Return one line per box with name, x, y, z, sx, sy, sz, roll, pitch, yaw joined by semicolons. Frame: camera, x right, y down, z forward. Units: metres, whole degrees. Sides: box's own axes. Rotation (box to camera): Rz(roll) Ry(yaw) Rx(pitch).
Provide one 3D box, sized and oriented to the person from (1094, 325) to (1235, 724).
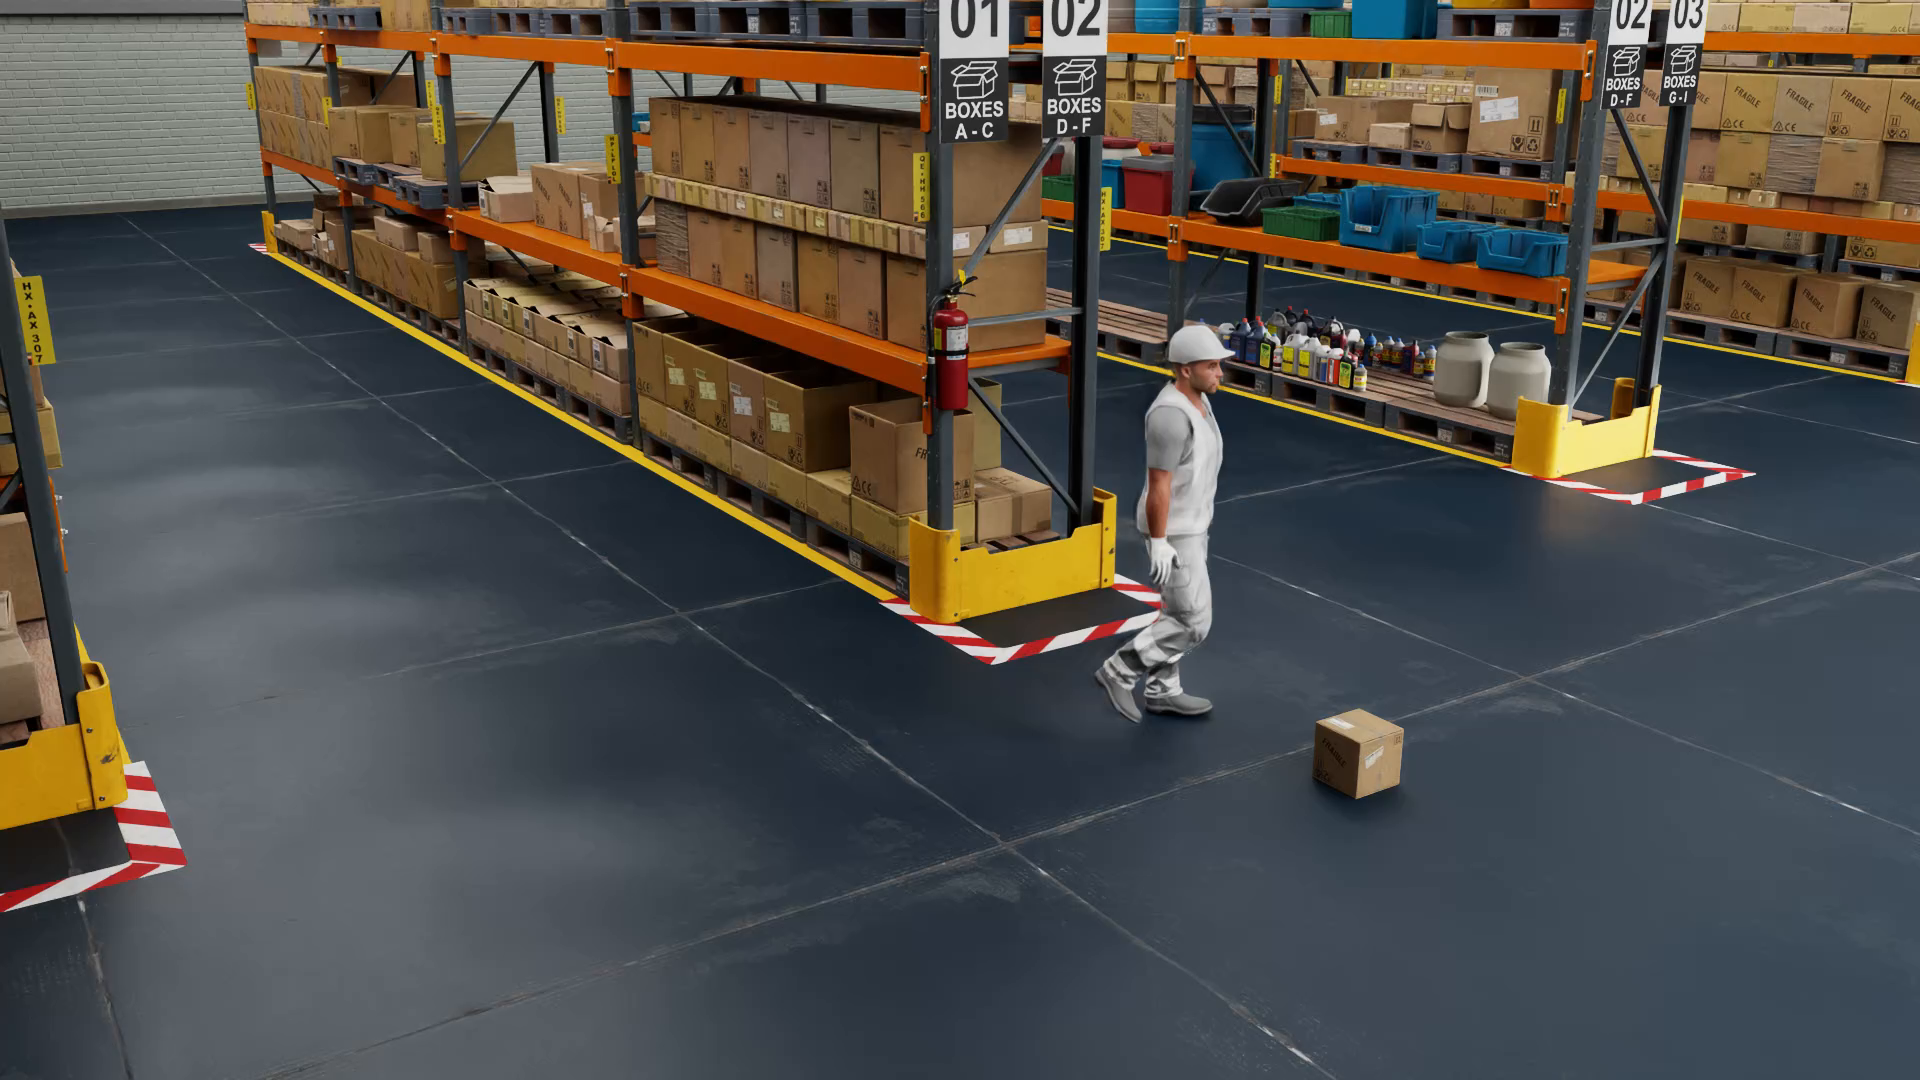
person;0.877;-0.046;7.127;0.534;1.779;0.587;5;19;16
